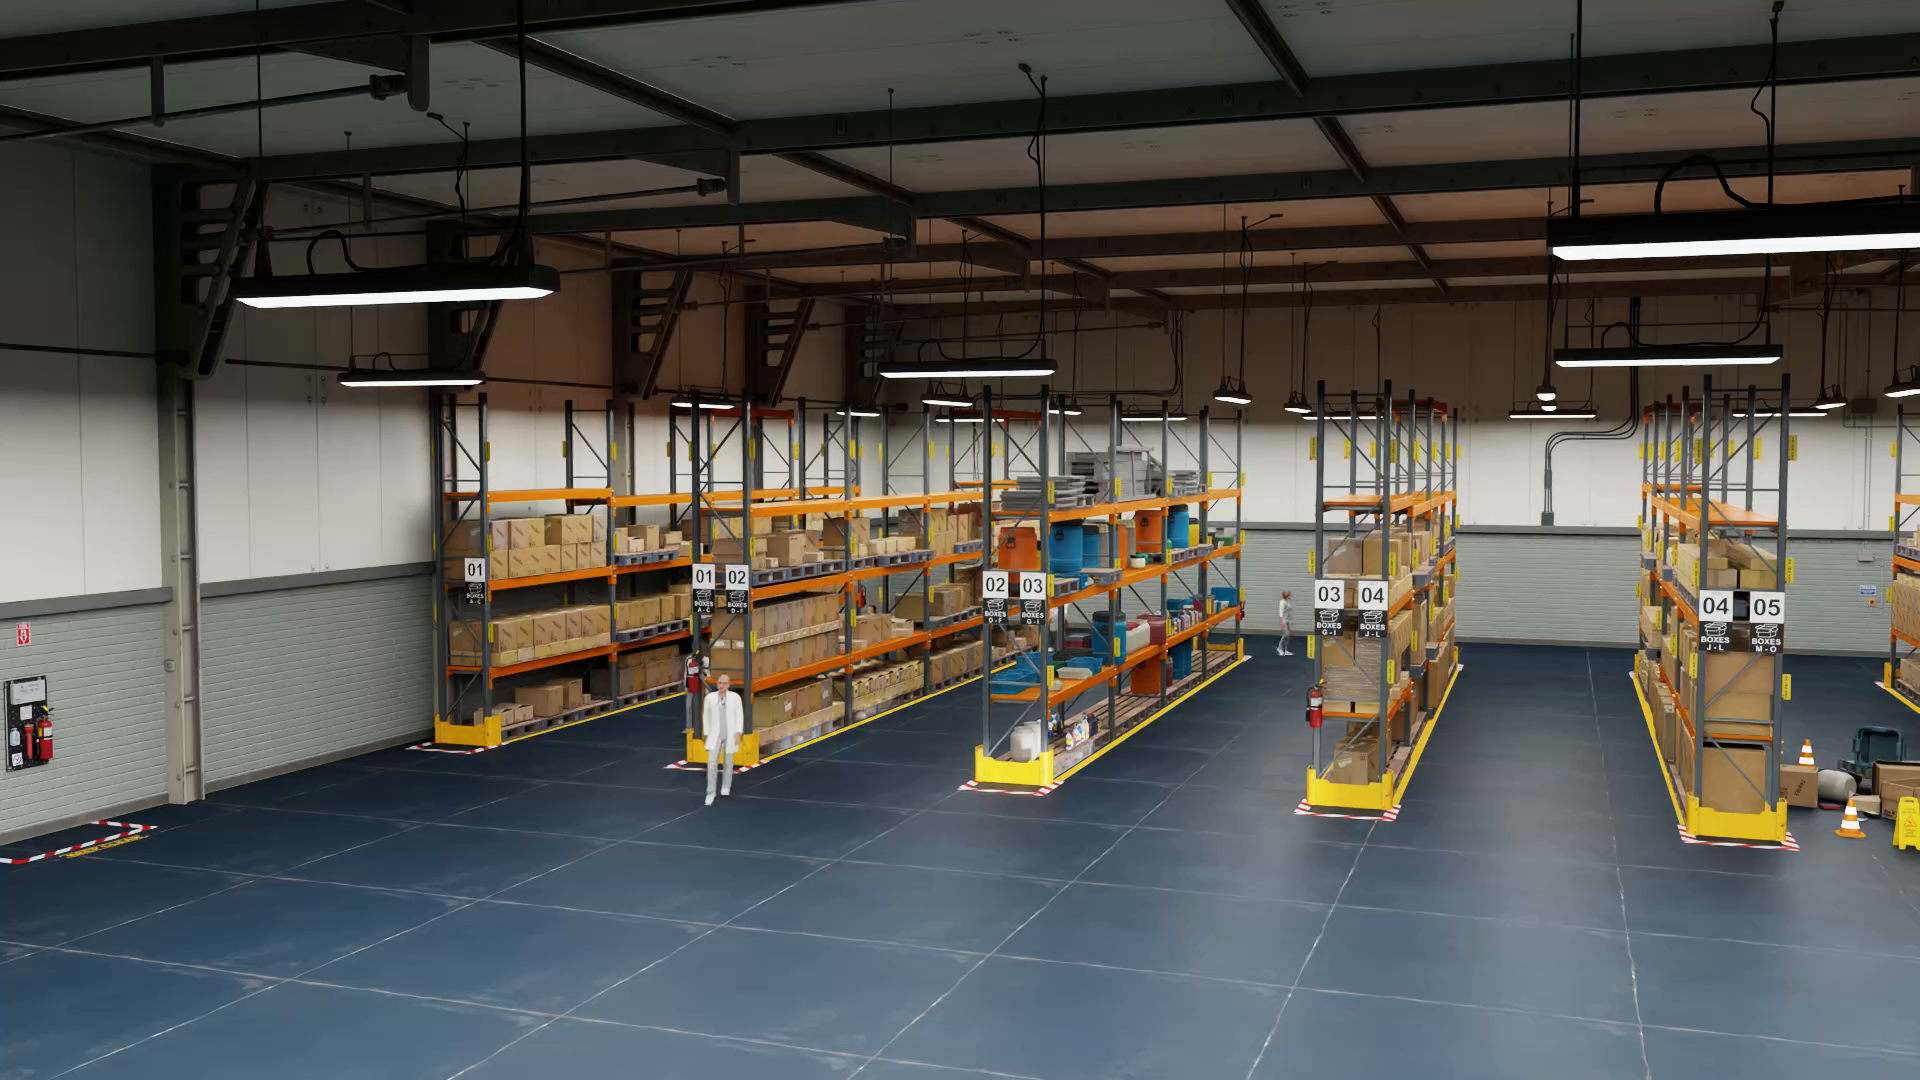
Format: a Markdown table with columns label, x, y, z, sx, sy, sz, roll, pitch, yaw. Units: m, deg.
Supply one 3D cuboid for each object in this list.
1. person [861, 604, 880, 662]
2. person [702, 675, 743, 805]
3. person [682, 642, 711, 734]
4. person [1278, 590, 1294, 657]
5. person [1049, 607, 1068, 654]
| label | x | y | z | sx | sy | sz | roll | pitch | yaw |
| --- | --- | --- | --- | --- | --- | --- | --- | --- | --- |
| person | -1.952 | 2.220 | 36.564 | 0.456 | 1.623 | 0.964 | 0 | 3 | 7 |
| person | -3.406 | 2.860 | 23.933 | 0.579 | 1.780 | 0.790 | -1 | 3 | -11 |
| person | -4.680 | 2.608 | 29.639 | 0.492 | 1.632 | 0.825 | 0 | 3 | -3 |
| person | 7.963 | 2.098 | 40.682 | 0.355 | 1.513 | 0.478 | 2 | 4 | 36 |
| person | 2.283 | 2.095 | 38.868 | 0.485 | 1.630 | 1.045 | 1 | 3 | 19 |
